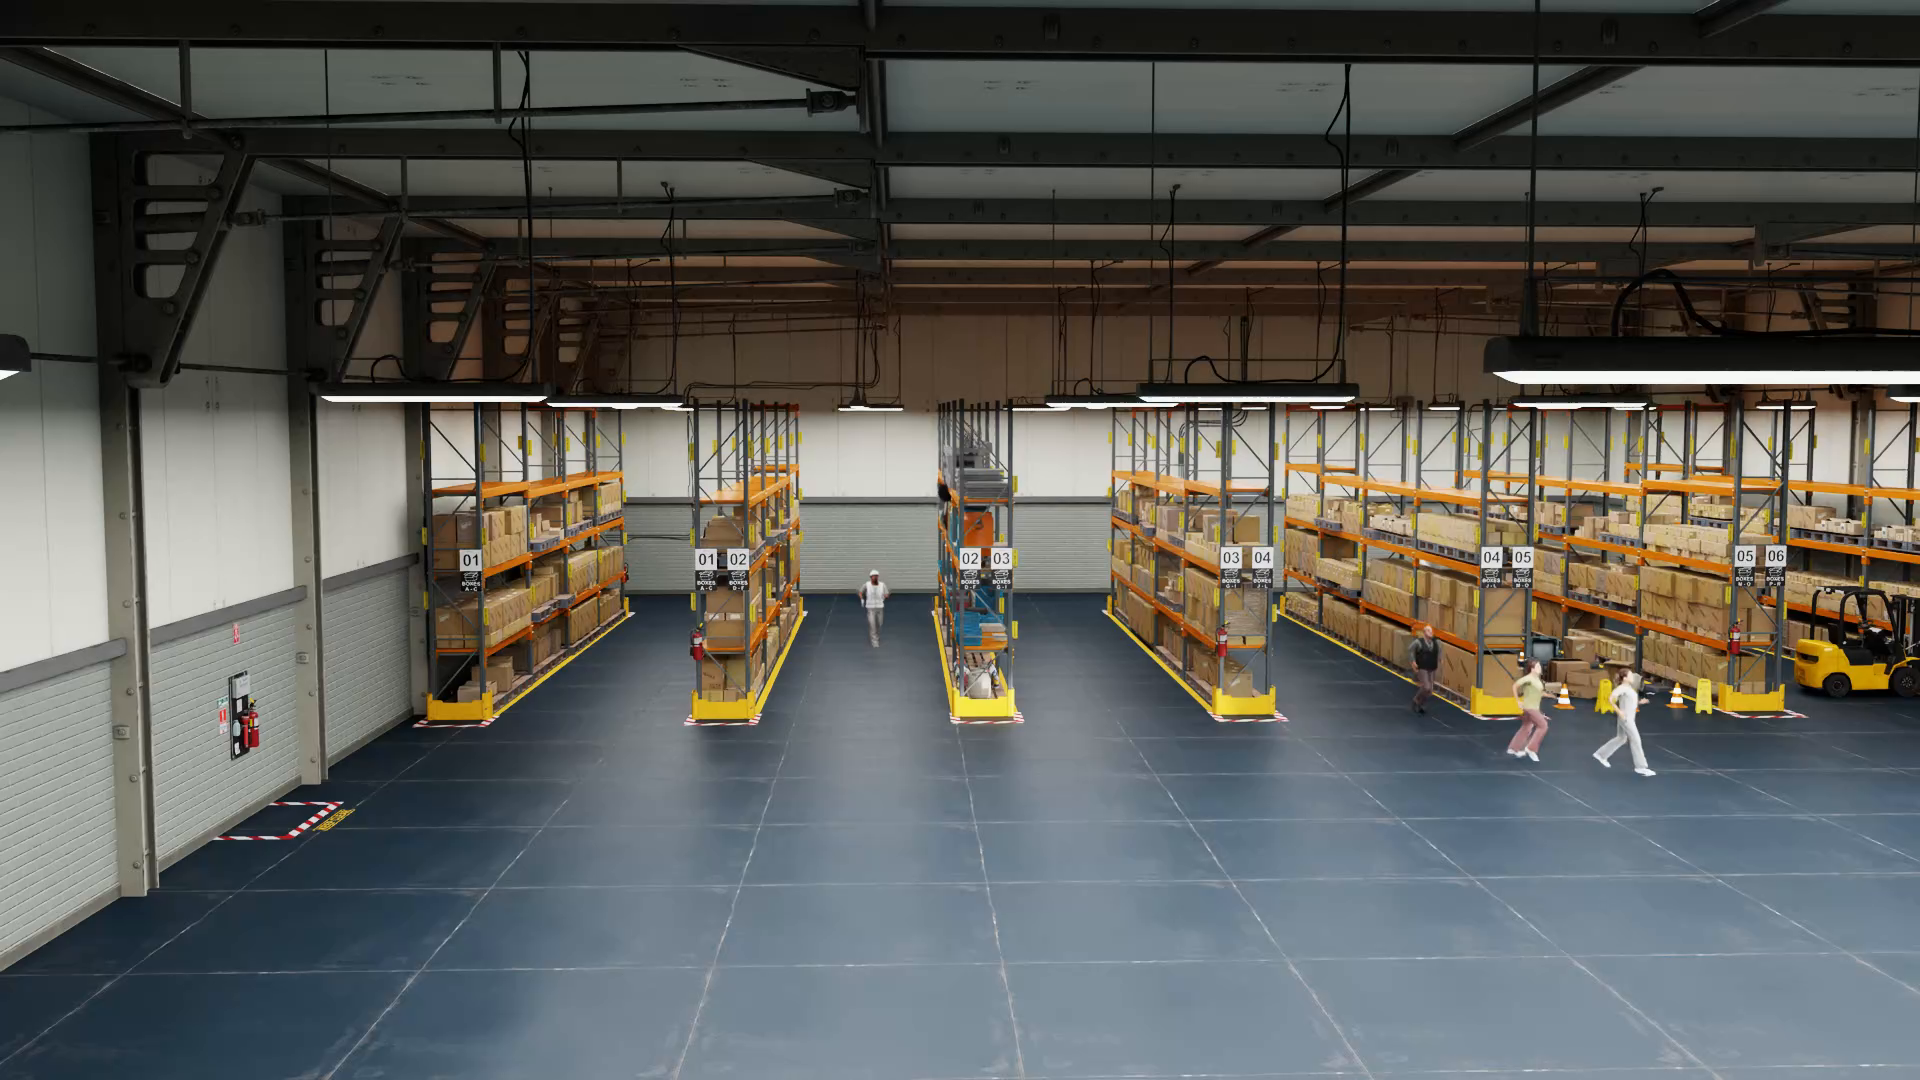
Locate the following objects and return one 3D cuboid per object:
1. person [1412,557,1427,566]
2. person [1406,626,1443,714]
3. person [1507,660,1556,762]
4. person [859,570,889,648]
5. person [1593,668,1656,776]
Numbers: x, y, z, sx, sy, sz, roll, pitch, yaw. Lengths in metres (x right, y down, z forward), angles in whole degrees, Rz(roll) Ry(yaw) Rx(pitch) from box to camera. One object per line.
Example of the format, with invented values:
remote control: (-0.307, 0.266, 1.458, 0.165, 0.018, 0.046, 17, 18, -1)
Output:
person: (13.487, 1.134, 49.172, 0.649, 1.719, 0.741, 0, 4, 4)
person: (8.892, 2.474, 31.618, 0.666, 1.688, 0.614, -1, 5, -19)
person: (9.420, 2.808, 27.416, 0.769, 1.685, 0.542, 3, 5, 34)
person: (-1.983, 1.605, 38.770, 0.696, 1.794, 0.878, -1, 4, -14)
person: (10.559, 2.858, 26.384, 0.960, 1.665, 0.560, 3, 5, 31)
